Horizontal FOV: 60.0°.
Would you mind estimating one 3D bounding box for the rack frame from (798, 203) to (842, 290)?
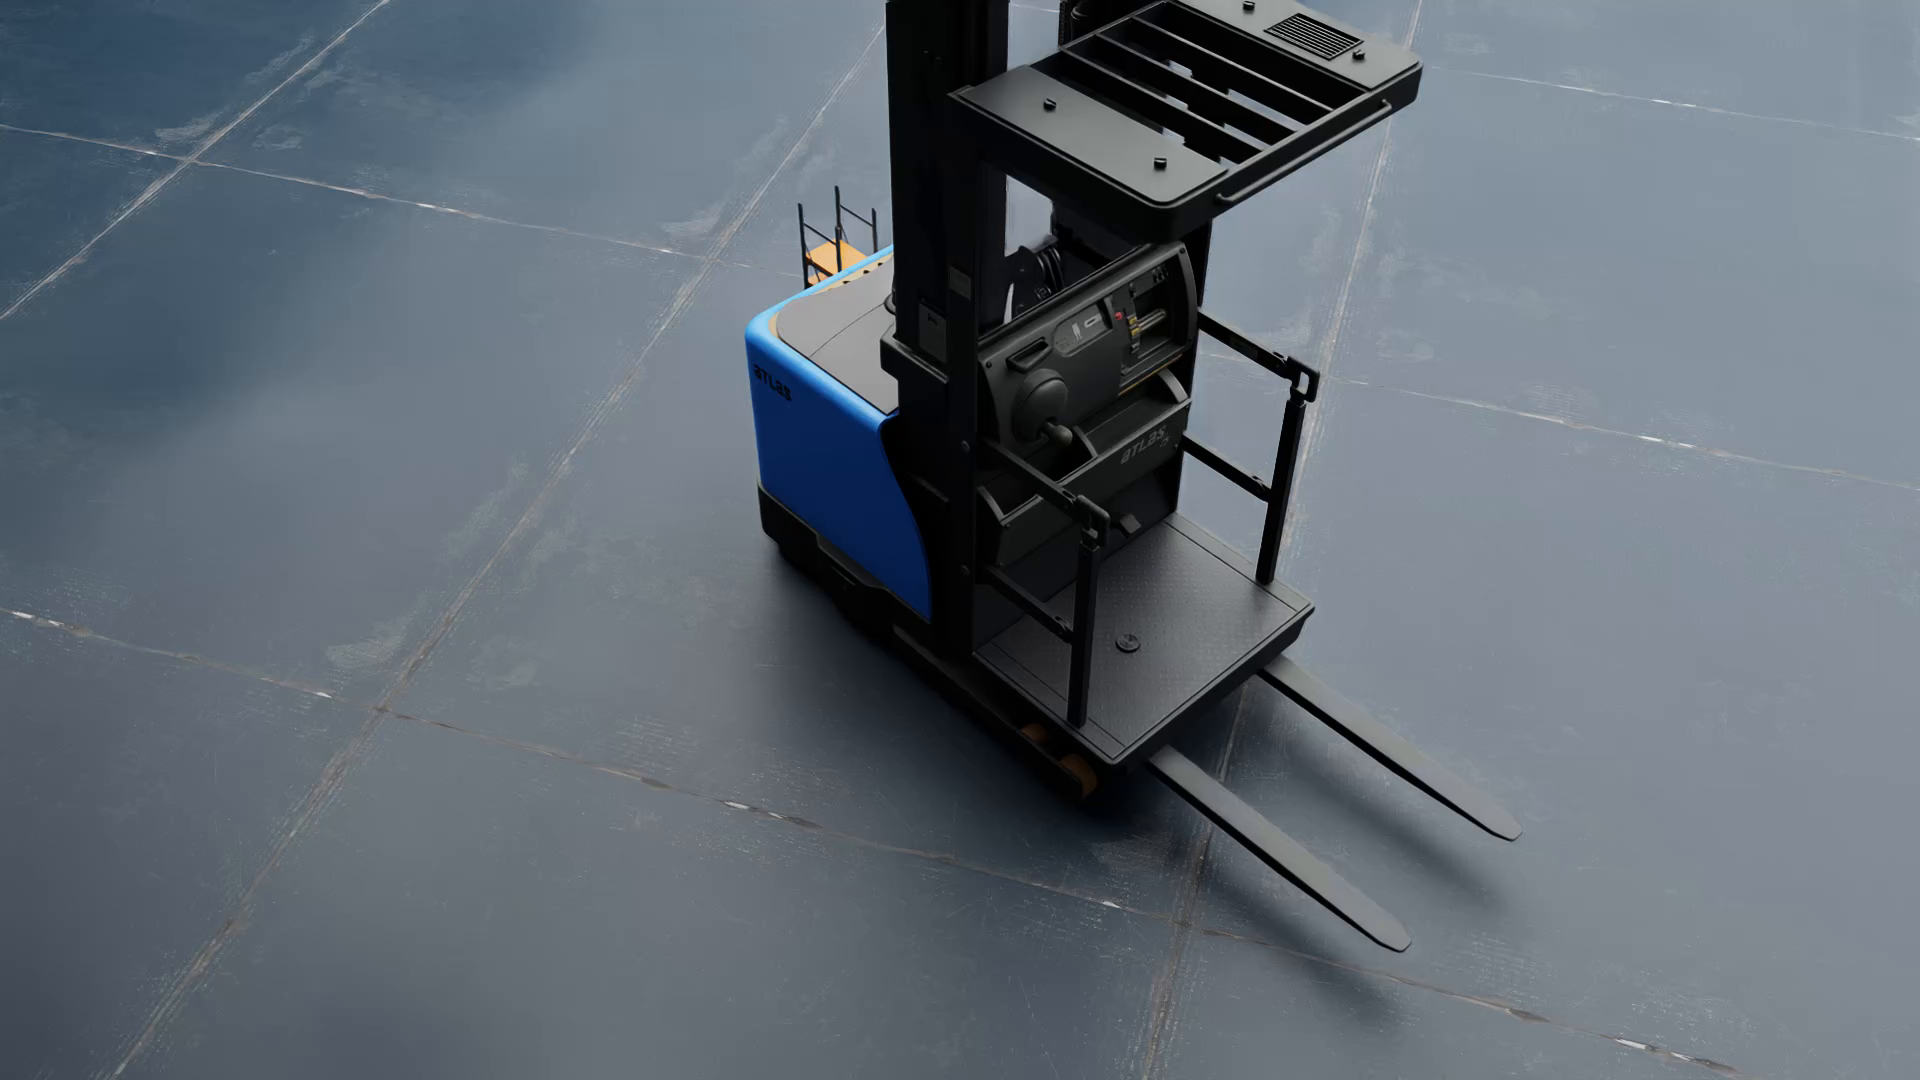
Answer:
[{"bbox_3d":[-0.535,-0.797,6.707,0.006,1.200,0.240,-33,53,-29],"label":"rack frame"}]

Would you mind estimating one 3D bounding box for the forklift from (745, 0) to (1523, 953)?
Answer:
[{"bbox_3d":[0.572,-0.547,5.214,1.130,2.935,3.031,-33,53,-29],"label":"forklift"}]

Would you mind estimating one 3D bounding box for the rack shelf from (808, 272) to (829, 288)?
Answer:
[{"bbox_3d":[-0.468,-0.981,6.615,0.180,0.103,0.258,-33,53,-29],"label":"rack shelf"}]

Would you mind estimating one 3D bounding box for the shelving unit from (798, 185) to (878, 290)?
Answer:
[{"bbox_3d":[-0.468,-0.841,6.751,0.189,1.200,0.258,-33,53,-29],"label":"shelving unit"}]

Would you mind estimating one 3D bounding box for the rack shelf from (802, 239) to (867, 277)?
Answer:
[{"bbox_3d":[-0.469,-1.067,6.531,0.180,0.103,0.258,-33,53,-29],"label":"rack shelf"}]

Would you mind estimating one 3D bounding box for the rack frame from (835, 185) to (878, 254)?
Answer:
[{"bbox_3d":[-0.401,-0.885,6.796,0.006,1.200,0.240,-33,53,-29],"label":"rack frame"}]
